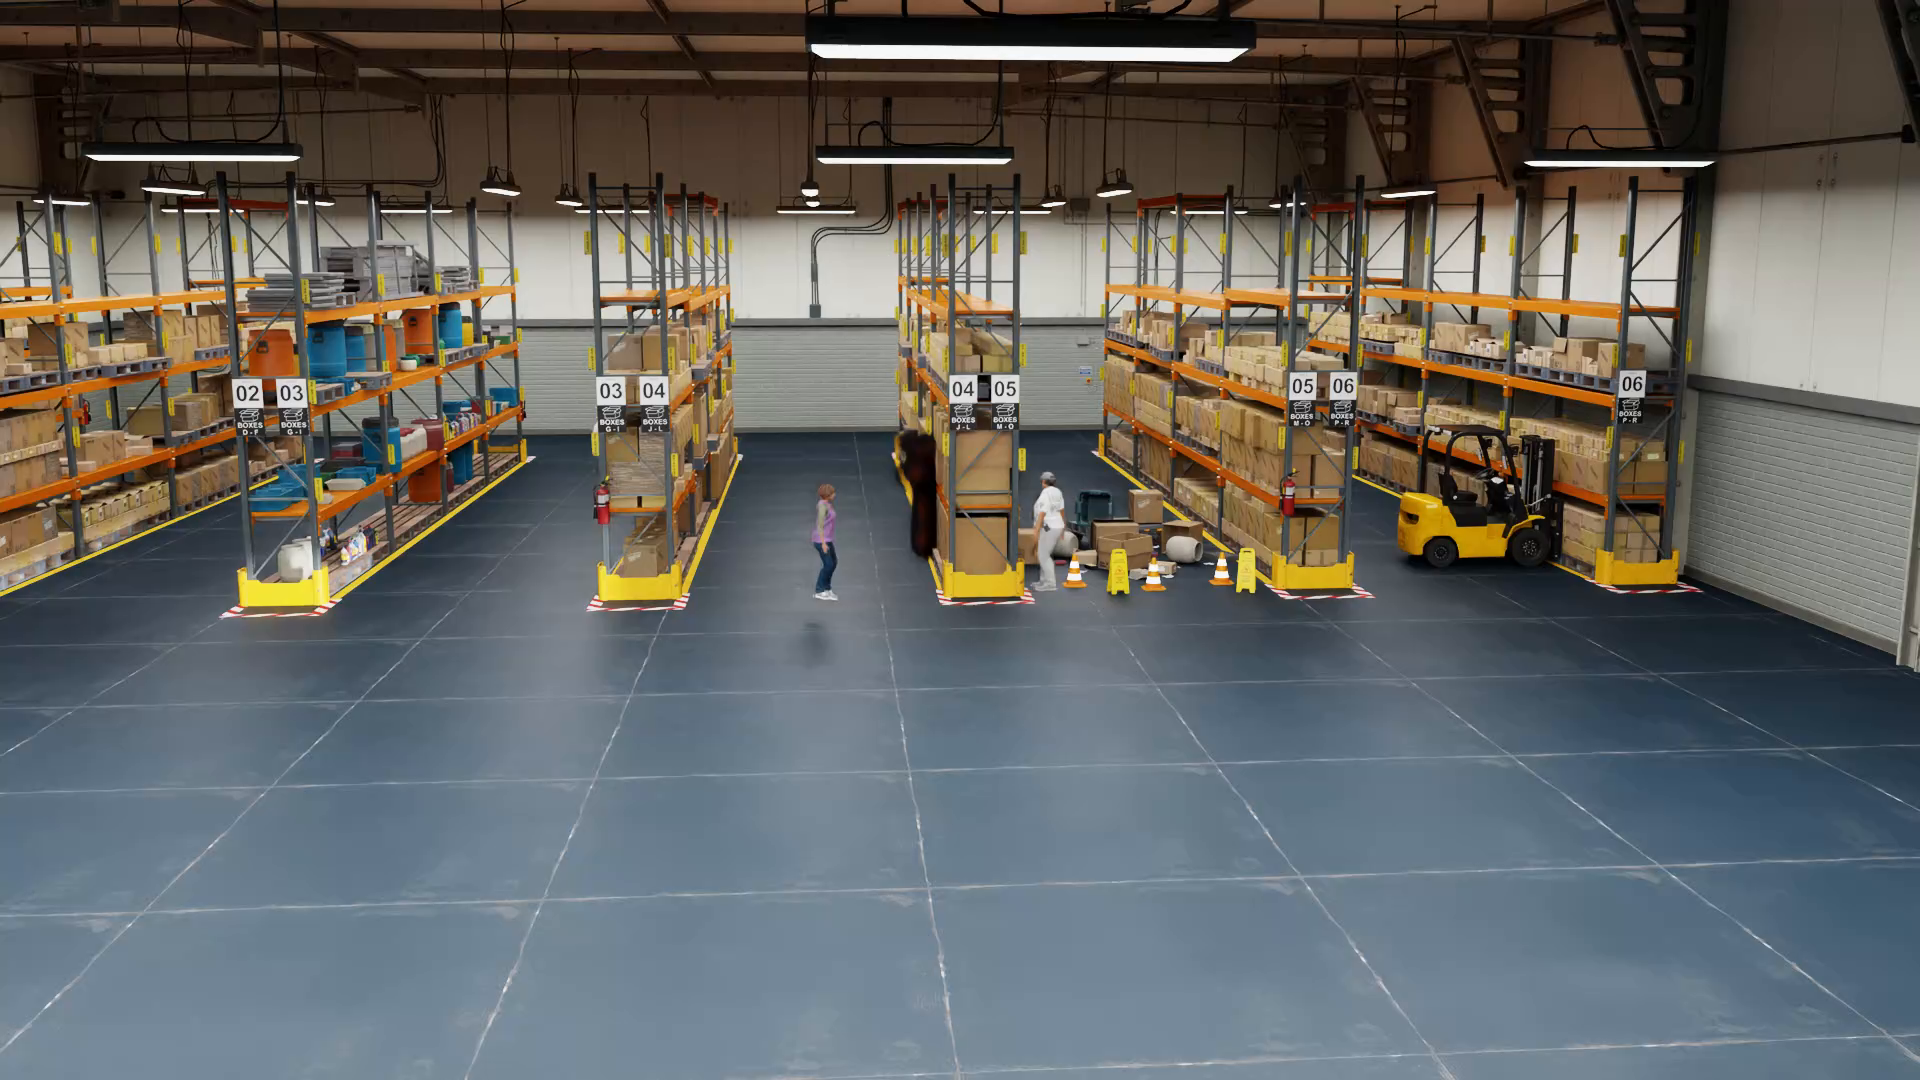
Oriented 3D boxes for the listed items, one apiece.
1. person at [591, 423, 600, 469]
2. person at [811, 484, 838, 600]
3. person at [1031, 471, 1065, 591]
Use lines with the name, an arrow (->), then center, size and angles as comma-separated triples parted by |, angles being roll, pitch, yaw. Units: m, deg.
person -> -7.221, -1.840, 34.129 | 0.708, 1.717, 1.058 | -1, 10, -7
person -> -1.839, 0.043, 22.458 | 0.340, 1.628, 0.501 | 1, 10, 7
person -> 1.194, -0.115, 23.013 | 0.483, 1.659, 0.552 | 2, 10, 10
